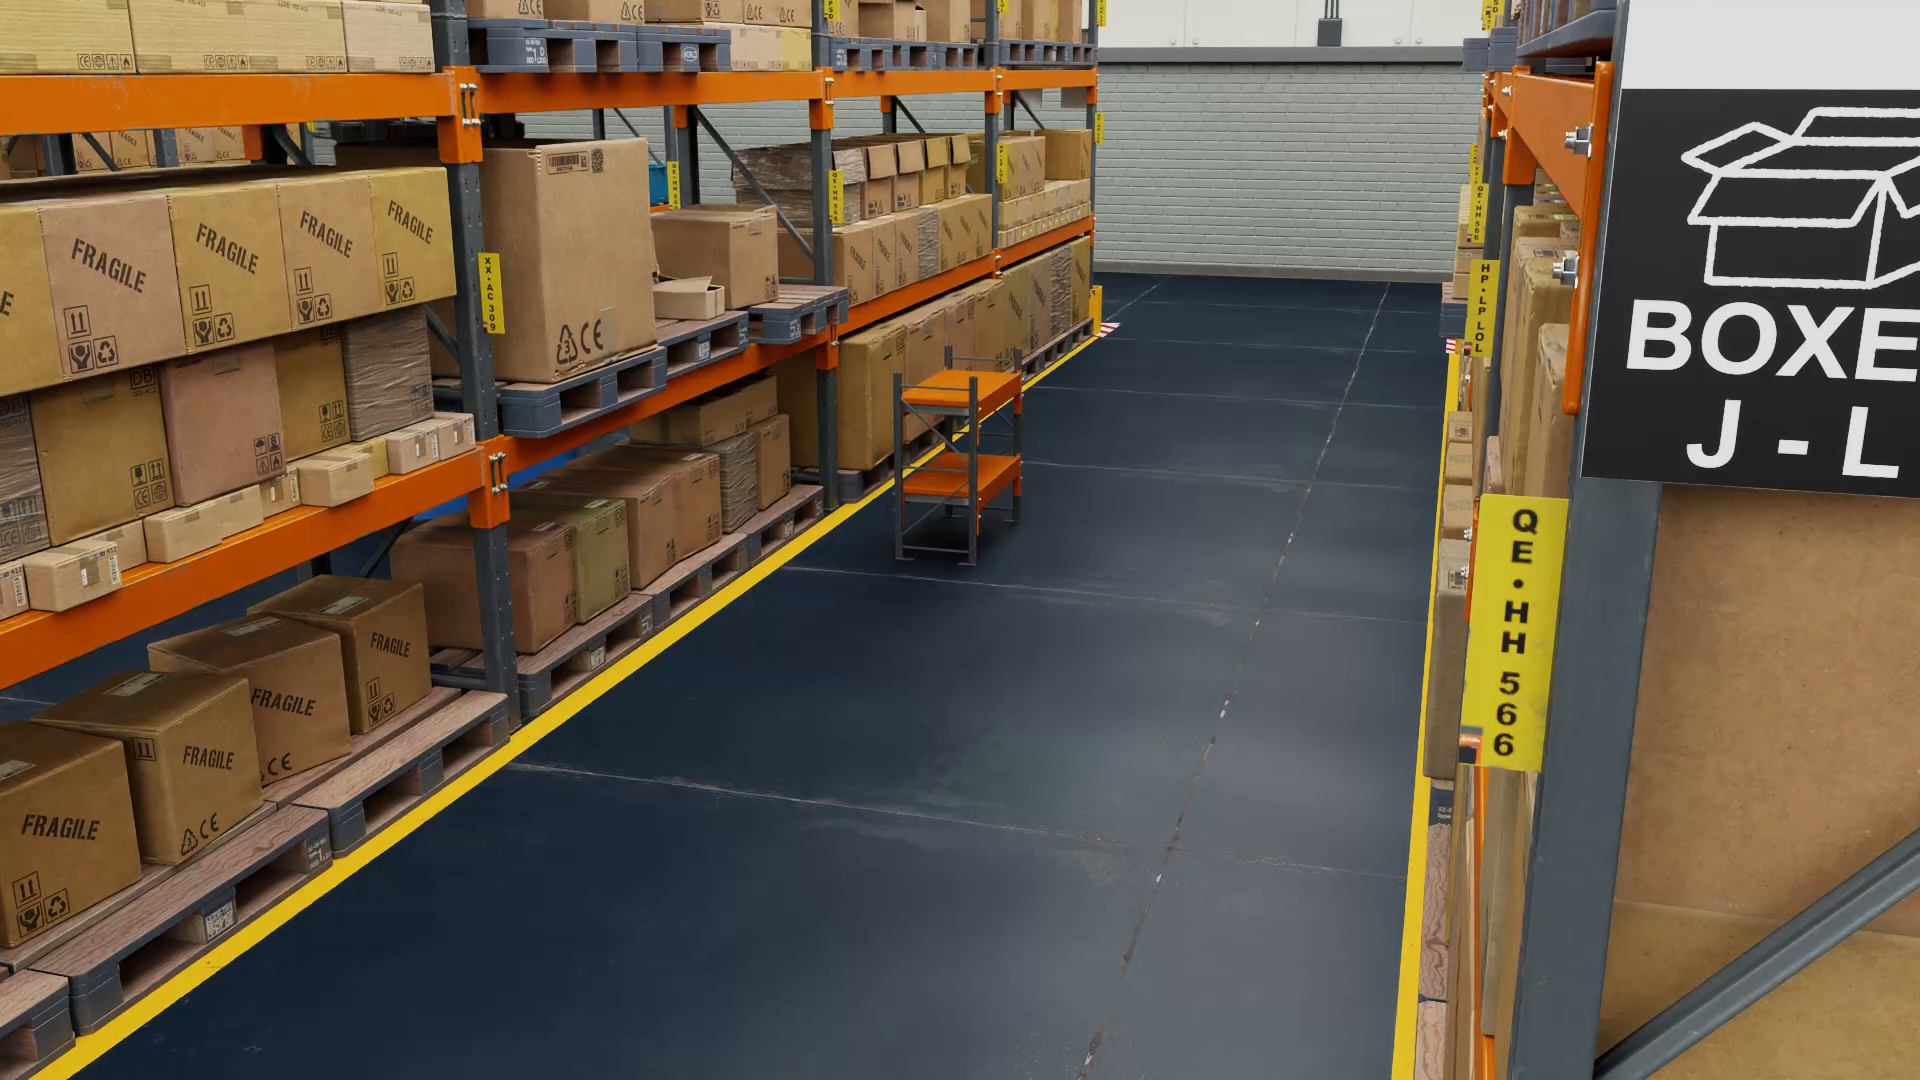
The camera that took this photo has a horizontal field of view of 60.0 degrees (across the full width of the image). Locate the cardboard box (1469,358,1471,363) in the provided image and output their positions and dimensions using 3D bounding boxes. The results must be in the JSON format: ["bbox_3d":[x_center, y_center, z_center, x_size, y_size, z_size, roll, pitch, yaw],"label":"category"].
[{"bbox_3d":[3.657,-1.092,11.118,0.500,0.250,0.500,5,17,17],"label":"cardboard box"}]

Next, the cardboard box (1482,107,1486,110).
[{"bbox_3d":[5.312,-3.936,16.148,0.500,0.500,0.500,5,16,16],"label":"cardboard box"}]

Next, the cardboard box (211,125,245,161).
[{"bbox_3d":[-8.678,-4.664,19.260,0.500,0.500,0.500,5,17,17],"label":"cardboard box"}]

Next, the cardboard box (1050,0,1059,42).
[{"bbox_3d":[0.596,-5.235,16.655,0.700,0.500,0.500,4,16,14],"label":"cardboard box"}]

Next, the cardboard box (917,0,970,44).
[{"bbox_3d":[-0.324,-4.266,13.422,0.700,0.500,0.500,5,17,17],"label":"cardboard box"}]

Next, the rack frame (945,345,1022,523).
[{"bbox_3d":[0.146,-0.676,10.651,0.500,1.125,0.032,5,16,16],"label":"rack frame"}]

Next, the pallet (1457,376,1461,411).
[{"bbox_3d":[4.715,-1.151,14.000,1.003,0.211,1.213,5,16,16],"label":"pallet"}]

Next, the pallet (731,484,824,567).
[{"bbox_3d":[-1.529,-0.133,10.410,1.003,0.211,1.213,5,16,16],"label":"pallet"}]

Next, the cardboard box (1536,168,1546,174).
[{"bbox_3d":[3.284,-1.680,8.739,0.700,0.500,0.500,5,16,16],"label":"cardboard box"}]

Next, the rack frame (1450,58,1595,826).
[{"bbox_3d":[2.284,-0.221,5.611,1.000,3.000,0.127,5,16,16],"label":"rack frame"}]

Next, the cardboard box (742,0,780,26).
[{"bbox_3d":[-1.337,-3.131,9.275,0.500,0.500,0.500,5,16,16],"label":"cardboard box"}]

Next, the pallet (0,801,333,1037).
[{"bbox_3d":[-2.944,1.208,5.683,1.003,0.211,1.213,5,16,16],"label":"pallet"}]

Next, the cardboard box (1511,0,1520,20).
[{"bbox_3d":[3.004,-2.745,8.225,0.500,0.311,0.500,5,16,16],"label":"cardboard box"}]

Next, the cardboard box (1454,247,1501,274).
[{"bbox_3d":[3.125,-1.656,9.817,0.380,0.149,0.250,5,17,17],"label":"cardboard box"}]

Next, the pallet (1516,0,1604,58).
[{"bbox_3d":[2.042,-1.408,4.462,1.003,0.211,1.213,5,16,16],"label":"pallet"}]

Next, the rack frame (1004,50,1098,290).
[{"bbox_3d":[0.968,-3.772,18.129,1.000,3.000,0.127,5,16,16],"label":"rack frame"}]

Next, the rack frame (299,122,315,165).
[{"bbox_3d":[-8.529,-4.541,20.841,1.000,3.000,0.127,5,16,16],"label":"rack frame"}]

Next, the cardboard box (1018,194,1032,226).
[{"bbox_3d":[0.362,-3.028,15.239,0.500,0.250,0.500,5,16,16],"label":"cardboard box"}]

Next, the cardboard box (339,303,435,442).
[{"bbox_3d":[-2.630,-0.710,6.608,0.875,0.500,0.500,5,16,16],"label":"cardboard box"}]

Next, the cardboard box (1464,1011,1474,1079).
[{"bbox_3d":[1.277,1.463,2.798,0.875,0.875,0.875,5,17,16],"label":"cardboard box"}]

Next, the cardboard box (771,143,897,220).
[{"bbox_3d":[-0.895,-2.570,11.870,0.797,0.503,0.637,5,17,17],"label":"cardboard box"}]

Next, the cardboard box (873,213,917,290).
[{"bbox_3d":[-0.620,-2.102,12.060,0.500,0.500,0.500,4,16,15],"label":"cardboard box"}]

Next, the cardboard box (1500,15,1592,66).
[{"bbox_3d":[3.340,-2.928,9.474,0.500,0.500,0.500,5,16,16],"label":"cardboard box"}]

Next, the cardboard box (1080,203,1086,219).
[{"bbox_3d":[1.110,-3.464,17.505,0.380,0.149,0.250,5,17,16],"label":"cardboard box"}]

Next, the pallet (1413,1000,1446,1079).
[{"bbox_3d":[1.648,1.634,4.183,1.003,0.211,1.213,5,16,16],"label":"pallet"}]

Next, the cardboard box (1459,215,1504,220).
[{"bbox_3d":[3.194,-1.864,10.005,0.380,0.149,0.250,4,16,15],"label":"cardboard box"}]

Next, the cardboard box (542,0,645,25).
[{"bbox_3d":[-1.947,-2.689,7.856,0.797,0.503,0.637,5,17,18],"label":"cardboard box"}]

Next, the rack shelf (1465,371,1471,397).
[{"bbox_3d":[3.989,-1.445,11.244,1.077,0.370,4.000,5,16,16],"label":"rack shelf"}]

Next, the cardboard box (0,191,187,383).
[{"bbox_3d":[-2.736,-0.773,4.997,0.500,0.500,0.500,5,16,16],"label":"cardboard box"}]

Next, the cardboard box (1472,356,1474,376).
[{"bbox_3d":[2.893,-1.086,8.477,0.500,0.500,0.500,4,16,15],"label":"cardboard box"}]

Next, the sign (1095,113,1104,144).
[{"bbox_3d":[1.484,-4.397,17.778,0.100,0.325,0.005,5,16,16],"label":"sign"}]

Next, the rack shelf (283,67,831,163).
[{"bbox_3d":[-1.874,-2.252,8.594,1.077,0.370,4.000,5,16,16],"label":"rack shelf"}]

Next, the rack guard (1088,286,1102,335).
[{"bbox_3d":[0.975,-2.575,18.492,1.175,0.500,0.348,5,16,16],"label":"rack guard"}]

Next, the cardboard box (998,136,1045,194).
[{"bbox_3d":[0.503,-3.527,15.622,0.500,0.500,0.500,4,16,14],"label":"cardboard box"}]

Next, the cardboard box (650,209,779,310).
[{"bbox_3d":[-1.484,-1.630,9.628,0.700,0.500,0.500,7,17,24],"label":"cardboard box"}]

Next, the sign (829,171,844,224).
[{"bbox_3d":[-0.783,-2.158,10.463,0.100,0.325,0.005,5,16,16],"label":"sign"}]

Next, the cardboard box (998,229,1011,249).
[{"bbox_3d":[0.234,-2.656,14.656,0.380,0.149,0.250,5,16,16],"label":"cardboard box"}]

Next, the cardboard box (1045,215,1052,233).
[{"bbox_3d":[0.675,-3.064,16.094,0.380,0.149,0.250,4,16,14],"label":"cardboard box"}]

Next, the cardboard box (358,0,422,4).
[{"bbox_3d":[-2.258,-2.087,6.239,0.380,0.149,0.250,5,17,18],"label":"cardboard box"}]

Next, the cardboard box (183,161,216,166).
[{"bbox_3d":[-8.830,-4.053,18.937,0.500,0.500,0.500,4,16,15],"label":"cardboard box"}]

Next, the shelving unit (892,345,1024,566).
[{"bbox_3d":[0.002,-0.543,10.182,0.538,1.125,1.048,5,16,16],"label":"shelving unit"}]

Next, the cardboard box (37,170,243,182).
[{"bbox_3d":[-2.955,-1.075,6.063,0.500,0.500,0.500,5,16,16],"label":"cardboard box"}]

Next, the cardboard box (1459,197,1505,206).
[{"bbox_3d":[3.638,-2.276,11.456,0.380,0.149,0.250,5,17,18],"label":"cardboard box"}]

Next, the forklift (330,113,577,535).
[{"bbox_3d":[-3.357,-1.647,10.766,1.130,2.935,3.031,-7,17,-24],"label":"forklift"}]

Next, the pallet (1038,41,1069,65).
[{"bbox_3d":[0.422,-4.657,15.916,1.003,0.211,1.213,5,16,16],"label":"pallet"}]

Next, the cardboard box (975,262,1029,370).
[{"bbox_3d":[0.095,-2.071,15.259,0.875,0.875,0.875,5,16,16],"label":"cardboard box"}]

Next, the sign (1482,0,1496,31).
[{"bbox_3d":[4.035,-4.046,12.652,0.100,0.325,0.005,5,16,16],"label":"sign"}]

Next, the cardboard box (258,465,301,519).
[{"bbox_3d":[-2.592,-0.177,5.918,0.380,0.149,0.250,5,16,16],"label":"cardboard box"}]

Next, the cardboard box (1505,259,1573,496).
[{"bbox_3d":[1.673,-0.296,3.622,0.875,0.550,0.500,5,16,16],"label":"cardboard box"}]

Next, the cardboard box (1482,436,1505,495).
[{"bbox_3d":[1.790,0.082,4.268,0.875,0.550,0.550,5,16,16],"label":"cardboard box"}]

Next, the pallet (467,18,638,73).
[{"bbox_3d":[-2.165,-2.138,7.217,1.213,0.211,1.003,5,16,16],"label":"pallet"}]

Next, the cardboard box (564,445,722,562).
[{"bbox_3d":[-1.777,-0.216,9.368,0.700,0.500,0.500,6,17,21],"label":"cardboard box"}]
